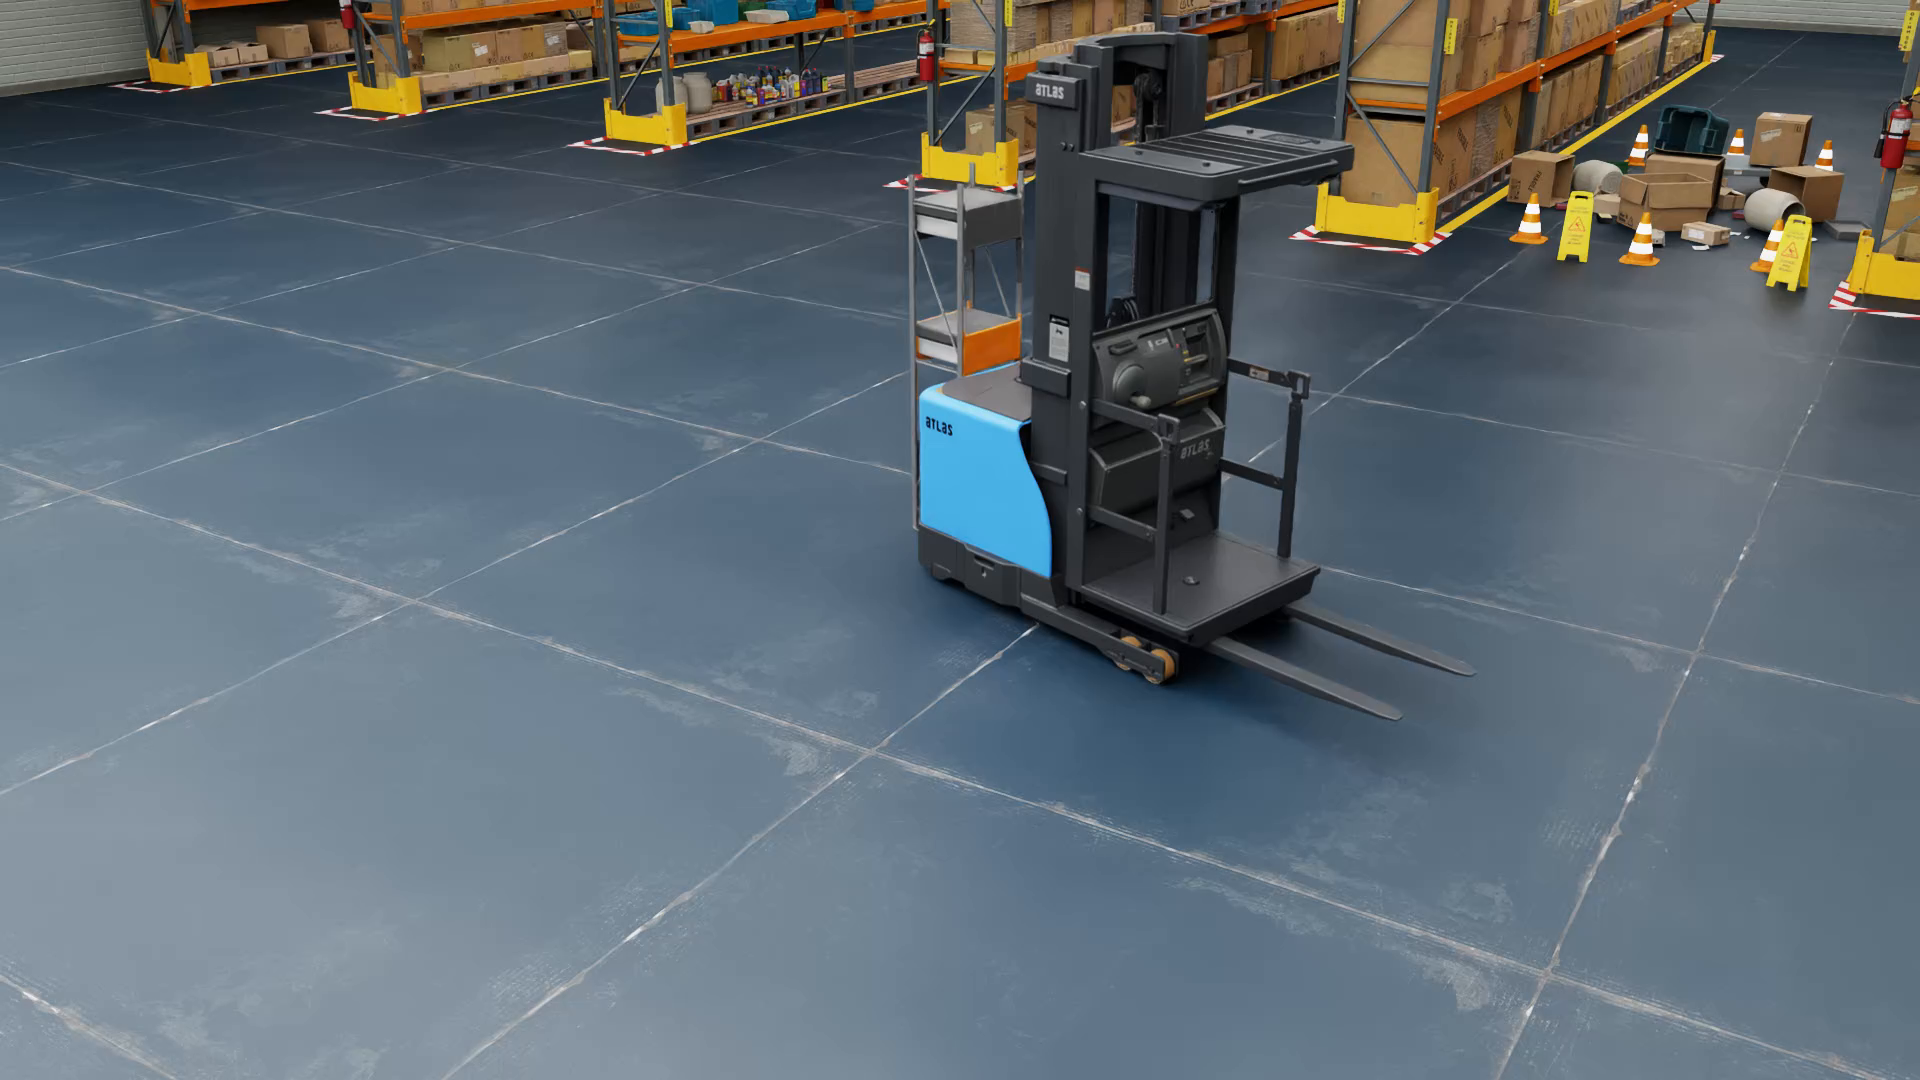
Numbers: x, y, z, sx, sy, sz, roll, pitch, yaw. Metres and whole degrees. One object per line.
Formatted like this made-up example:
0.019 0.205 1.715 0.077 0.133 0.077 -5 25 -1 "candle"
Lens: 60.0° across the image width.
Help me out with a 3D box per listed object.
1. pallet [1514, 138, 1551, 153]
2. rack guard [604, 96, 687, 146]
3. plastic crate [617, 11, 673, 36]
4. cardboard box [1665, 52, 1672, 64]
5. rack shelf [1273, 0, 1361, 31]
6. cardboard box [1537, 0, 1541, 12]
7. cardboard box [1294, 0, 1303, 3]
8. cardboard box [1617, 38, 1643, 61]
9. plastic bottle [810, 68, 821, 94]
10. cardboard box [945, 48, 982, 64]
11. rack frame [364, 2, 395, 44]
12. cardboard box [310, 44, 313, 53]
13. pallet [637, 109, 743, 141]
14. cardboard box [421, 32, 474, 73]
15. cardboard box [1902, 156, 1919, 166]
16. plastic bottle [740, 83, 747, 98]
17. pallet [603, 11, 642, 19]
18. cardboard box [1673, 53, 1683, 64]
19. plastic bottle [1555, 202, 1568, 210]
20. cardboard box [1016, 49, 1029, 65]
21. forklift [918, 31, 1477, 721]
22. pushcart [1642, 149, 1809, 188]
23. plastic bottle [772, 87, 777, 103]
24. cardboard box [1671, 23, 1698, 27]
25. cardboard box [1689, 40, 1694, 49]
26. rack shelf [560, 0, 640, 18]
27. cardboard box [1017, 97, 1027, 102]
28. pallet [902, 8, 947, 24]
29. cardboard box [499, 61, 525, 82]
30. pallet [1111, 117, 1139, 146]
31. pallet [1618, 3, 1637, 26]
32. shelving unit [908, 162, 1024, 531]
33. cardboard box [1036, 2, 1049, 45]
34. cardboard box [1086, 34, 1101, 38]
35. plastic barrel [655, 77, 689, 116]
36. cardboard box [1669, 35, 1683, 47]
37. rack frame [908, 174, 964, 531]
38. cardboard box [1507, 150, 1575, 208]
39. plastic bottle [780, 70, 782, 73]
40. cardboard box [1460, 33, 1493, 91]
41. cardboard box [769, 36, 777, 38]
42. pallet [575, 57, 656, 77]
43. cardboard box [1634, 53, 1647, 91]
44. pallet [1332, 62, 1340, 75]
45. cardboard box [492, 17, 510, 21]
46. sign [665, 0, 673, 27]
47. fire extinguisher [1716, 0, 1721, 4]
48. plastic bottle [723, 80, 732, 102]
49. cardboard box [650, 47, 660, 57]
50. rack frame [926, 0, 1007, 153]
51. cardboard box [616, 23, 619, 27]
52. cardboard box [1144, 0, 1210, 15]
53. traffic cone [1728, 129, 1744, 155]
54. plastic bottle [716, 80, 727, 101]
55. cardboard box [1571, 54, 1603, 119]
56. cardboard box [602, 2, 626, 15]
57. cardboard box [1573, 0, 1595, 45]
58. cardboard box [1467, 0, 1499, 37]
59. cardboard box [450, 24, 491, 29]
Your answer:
6.686 -4.860 20.712 1.003 0.211 1.213 14 27 29 "pallet"
-4.135 -5.514 21.857 1.175 0.500 0.348 14 27 29 "rack guard"
-4.125 -6.789 21.843 0.499 0.251 0.616 14 27 29 "plastic crate"
11.026 -7.640 26.308 0.380 0.149 0.250 15 28 31 "cardboard box"
5.348 -8.632 26.820 1.077 0.370 4.000 14 27 29 "rack shelf"
6.600 -6.537 19.691 0.700 0.500 0.500 13 27 28 "cardboard box"
5.051 -8.615 25.749 0.500 0.500 0.500 13 27 28 "cardboard box"
9.562 -7.121 24.098 0.500 0.250 0.500 14 27 29 "cardboard box"
-2.120 -6.684 24.194 0.144 0.351 0.185 13 27 28 "plastic bottle"
0.048 -5.612 19.253 0.380 0.149 0.250 14 27 29 "cardboard box"
-10.442 -10.051 29.193 1.000 3.000 0.127 14 27 29 "rack frame"
-11.302 -8.409 28.435 0.380 0.149 0.250 12 26 25 "cardboard box"
-3.702 -5.654 22.545 1.003 0.211 1.213 14 27 29 "pallet"
-7.607 -7.243 24.694 0.500 0.500 0.500 14 27 29 "cardboard box"
8.830 -3.546 15.338 0.380 0.149 0.250 15 27 30 "cardboard box"
-3.099 -6.427 23.789 0.097 0.201 0.097 0 23 0 "plastic bottle"
-7.207 -10.782 34.391 1.003 0.211 1.213 14 27 29 "pallet"
11.678 -7.950 27.399 0.380 0.149 0.250 13 27 28 "cardboard box"
6.603 -3.609 18.011 0.283 0.061 0.133 5 24 11 "plastic bottle"
0.574 -5.599 19.223 0.380 0.149 0.250 14 27 29 "cardboard box"
1.140 -0.873 8.076 1.130 2.935 3.031 -20 31 -39 "forklift"
8.639 -4.118 18.788 1.648 0.377 0.936 5 24 11 "pushcart"
-2.628 -6.273 23.432 0.097 0.201 0.097 0 23 0 "plastic bottle"
12.428 -8.767 28.537 0.380 0.149 0.250 14 27 30 "cardboard box"
12.103 -8.344 27.934 0.380 0.149 0.250 14 27 30 "cardboard box"
-5.176 -9.360 28.500 1.077 0.370 4.000 14 27 29 "rack shelf"
1.049 -5.256 20.734 0.500 0.500 0.500 17 29 34 "cardboard box"
-1.005 -11.080 35.079 1.003 0.211 1.213 14 27 29 "pallet"
-7.077 -7.236 25.621 0.500 0.250 0.500 14 27 29 "cardboard box"
1.859 -5.424 22.013 1.003 0.211 1.213 14 27 29 "pallet"
8.739 -7.389 23.283 1.213 0.211 1.003 14 27 29 "pallet"
0.036 -1.048 9.526 0.431 2.100 0.503 20 31 39 "shelving unit"
0.548 -6.144 19.665 0.875 0.500 0.500 14 27 29 "cardboard box"
1.516 -6.185 20.577 0.380 0.149 0.250 14 27 29 "cardboard box"
-3.853 -5.914 22.239 0.421 0.512 0.421 0 23 0 "plastic barrel"
11.530 -8.132 27.070 0.380 0.149 0.250 15 27 30 "cardboard box"
-0.131 -0.977 9.363 0.400 2.100 0.015 20 31 39 "rack frame"
6.396 -3.979 18.309 0.500 0.500 0.500 20 30 38 "cardboard box"
-2.713 -6.797 24.549 0.152 0.276 0.135 15 28 31 "plastic bottle"
5.064 -5.070 17.498 0.875 0.550 0.550 14 27 29 "cardboard box"
-3.638 -9.513 30.542 0.500 0.500 0.500 15 28 31 "cardboard box"
-5.876 -7.992 27.945 1.003 0.211 1.213 14 27 29 "pallet"
9.842 -6.962 24.673 0.500 0.500 0.500 13 27 28 "cardboard box"
6.060 -8.082 28.152 1.003 0.211 1.213 14 27 29 "pallet"
-9.038 -10.053 31.789 0.700 0.500 0.500 14 27 29 "cardboard box"
-3.670 -6.636 20.954 0.100 0.325 0.005 14 27 29 "sign"
13.198 -9.696 28.938 0.296 0.674 0.183 14 27 29 "fire extinguisher"
-3.292 -6.350 23.507 0.061 0.283 0.133 14 27 29 "plastic bottle"
-5.266 -8.377 28.258 0.500 0.250 0.500 13 27 27 "cardboard box"
0.073 -5.587 18.881 1.000 3.000 0.127 14 27 29 "rack frame"
-5.533 -8.458 27.739 0.500 0.311 0.500 14 27 28 "cardboard box"
2.721 -7.644 22.348 1.000 1.000 1.000 14 27 29 "cardboard box"
9.370 -4.716 20.061 0.336 0.463 0.334 14 27 29 "traffic cone"
-3.382 -6.368 23.560 0.152 0.276 0.135 14 27 29 "plastic bottle"
8.056 -6.188 22.571 1.050 0.750 0.750 13 27 28 "cardboard box"
-7.365 -11.123 33.845 0.750 0.750 0.750 14 27 29 "cardboard box"
7.649 -6.541 20.958 0.500 0.500 0.500 14 27 30 "cardboard box"
5.085 -5.561 17.272 0.875 0.550 0.550 14 27 29 "cardboard box"
-7.531 -7.692 25.731 0.500 0.500 0.500 14 27 29 "cardboard box"
